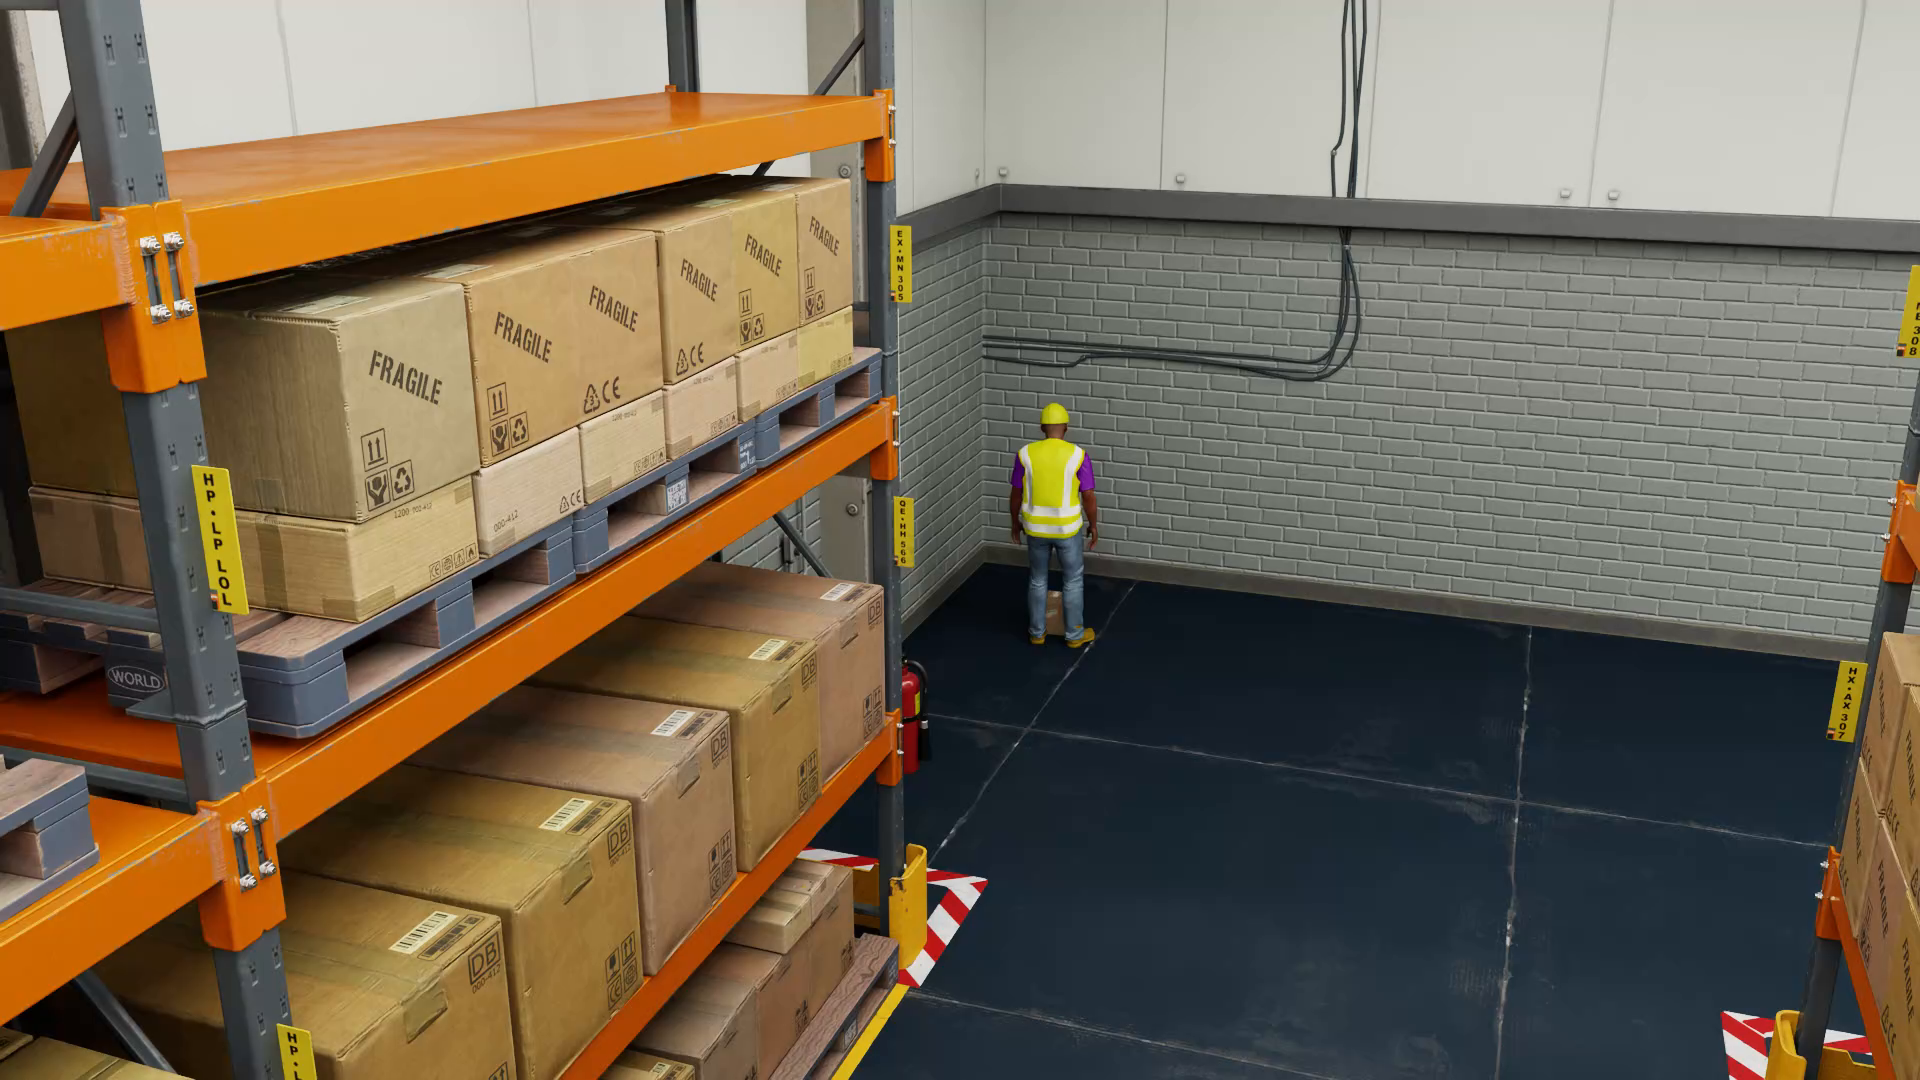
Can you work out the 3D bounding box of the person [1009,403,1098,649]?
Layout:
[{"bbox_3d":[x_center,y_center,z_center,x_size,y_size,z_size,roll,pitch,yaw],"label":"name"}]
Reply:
[{"bbox_3d":[0.669,-0.105,11.845,0.635,1.760,0.458,5,19,15],"label":"person"}]
